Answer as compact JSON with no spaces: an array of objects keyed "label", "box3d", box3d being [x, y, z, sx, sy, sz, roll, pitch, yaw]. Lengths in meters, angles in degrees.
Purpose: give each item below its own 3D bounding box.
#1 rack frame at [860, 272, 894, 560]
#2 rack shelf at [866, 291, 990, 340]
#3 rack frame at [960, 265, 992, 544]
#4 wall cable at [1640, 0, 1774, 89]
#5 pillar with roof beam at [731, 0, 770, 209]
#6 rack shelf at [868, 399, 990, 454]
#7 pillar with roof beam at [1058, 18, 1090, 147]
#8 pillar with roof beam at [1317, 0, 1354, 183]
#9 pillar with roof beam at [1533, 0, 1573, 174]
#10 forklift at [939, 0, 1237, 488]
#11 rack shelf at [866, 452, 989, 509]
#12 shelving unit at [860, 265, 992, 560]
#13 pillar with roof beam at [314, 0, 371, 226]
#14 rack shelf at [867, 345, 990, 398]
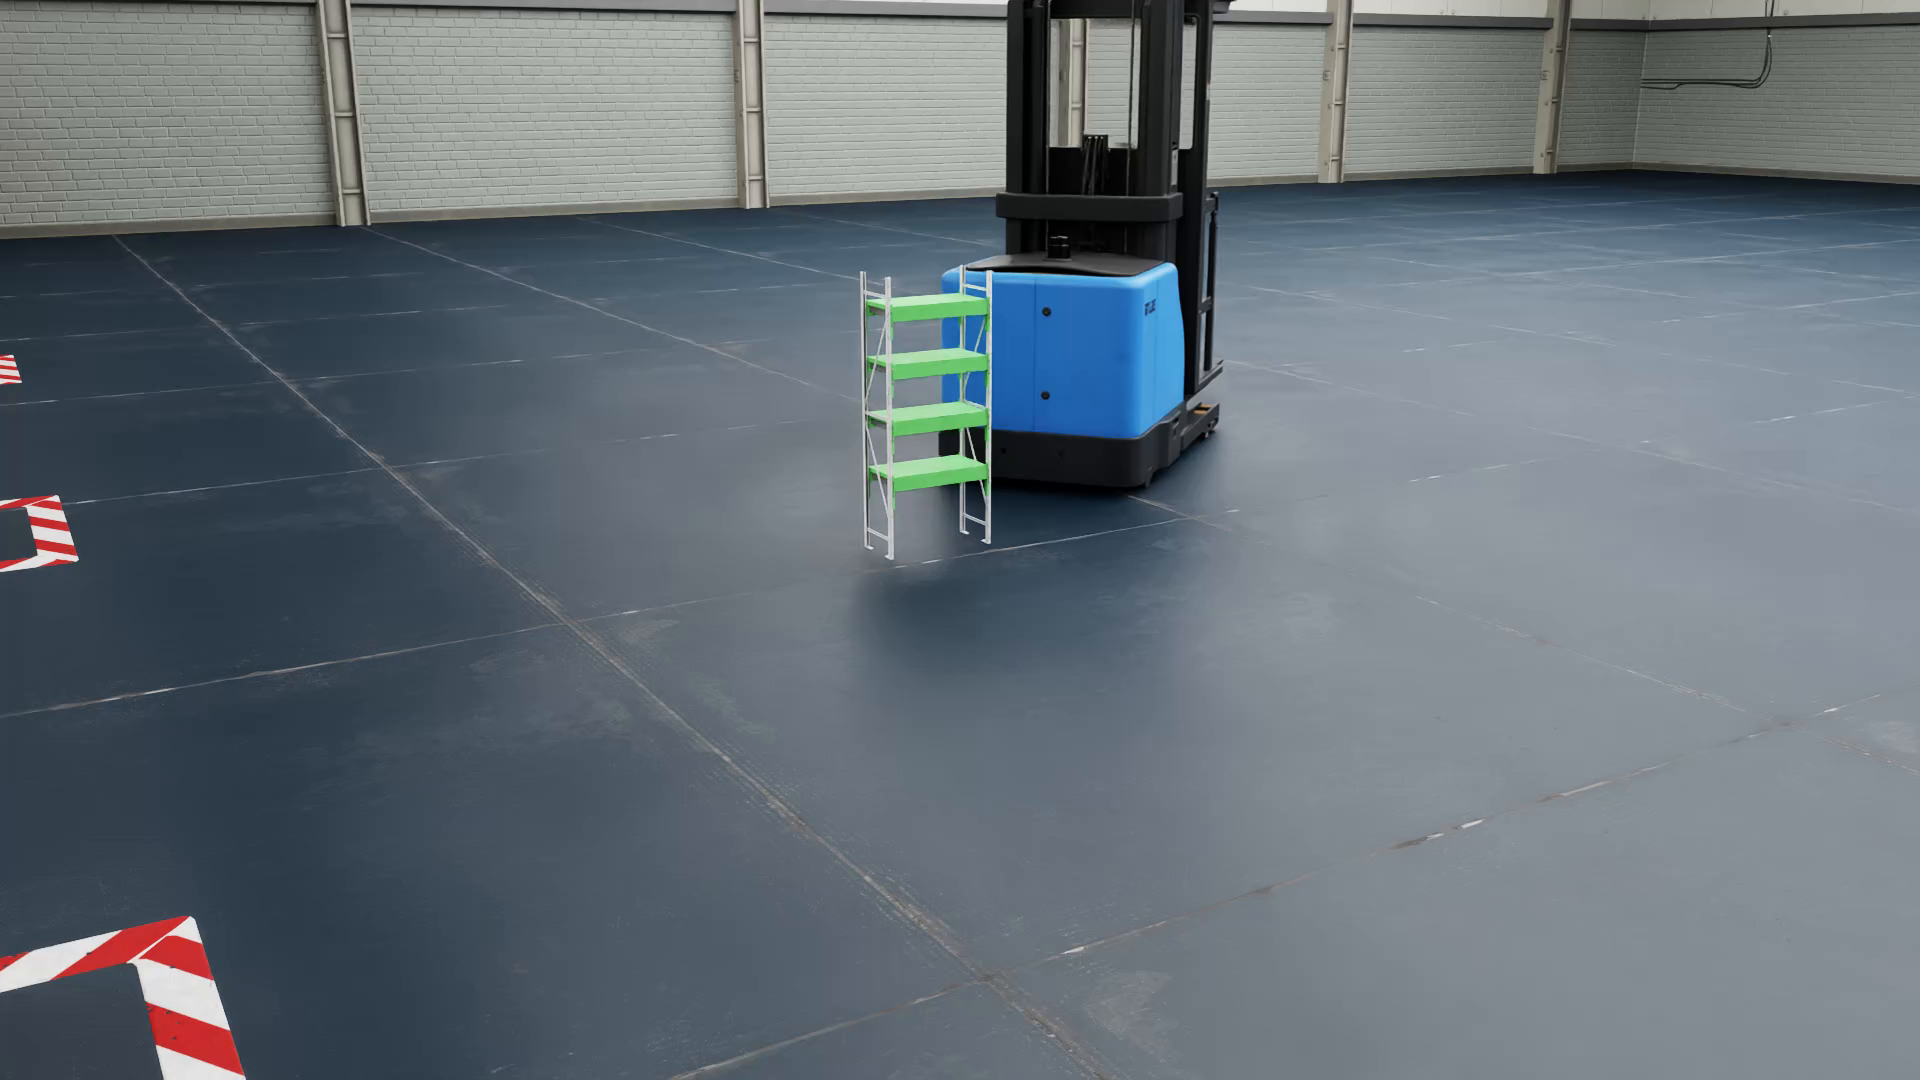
[{"label":"rack frame","box3d":[-0.351,-0.521,7.045,0.015,1.200,0.240,-9,18,-30]},{"label":"rack shelf","box3d":[-0.142,-0.955,7.053,0.480,0.148,0.258,-9,18,-30]},{"label":"rack frame","box3d":[0.067,-0.589,7.287,0.015,1.200,0.240,-9,18,-30]},{"label":"wall cable","box3d":[15.431,-10.619,34.372,0.112,2.526,3.097,-9,18,-30]},{"label":"pillar with roof beam","box3d":[-0.988,-8.512,21.104,0.400,9.000,9.100,-9,18,-30]},{"label":"rack shelf","box3d":[-0.142,-0.493,7.183,0.480,0.148,0.258,-9,18,-30]},{"label":"pillar with roof beam","box3d":[4.155,-9.346,24.080,0.400,9.000,9.100,-9,18,-30]},{"label":"pillar with roof beam","box3d":[9.298,-10.180,27.055,0.400,9.000,9.100,-9,18,-30]},{"label":"pillar with roof beam","box3d":[14.441,-11.014,30.030,0.400,9.000,9.100,-9,18,-30]},{"label":"forklift","box3d":[0.869,-2.019,9.183,1.130,2.935,3.031,6,17,19]},{"label":"rack shelf","box3d":[-0.142,-0.262,7.248,0.480,0.148,0.258,-9,18,-30]},{"label":"shelving unit","box3d":[-0.142,-0.555,7.166,0.503,1.200,0.258,-9,18,-30]},{"label":"pillar with roof beam","box3d":[-6.131,-7.678,18.129,0.400,9.000,9.100,-9,18,-30]},{"label":"rack shelf","box3d":[-0.142,-0.724,7.118,0.480,0.148,0.258,-9,18,-30]}]
